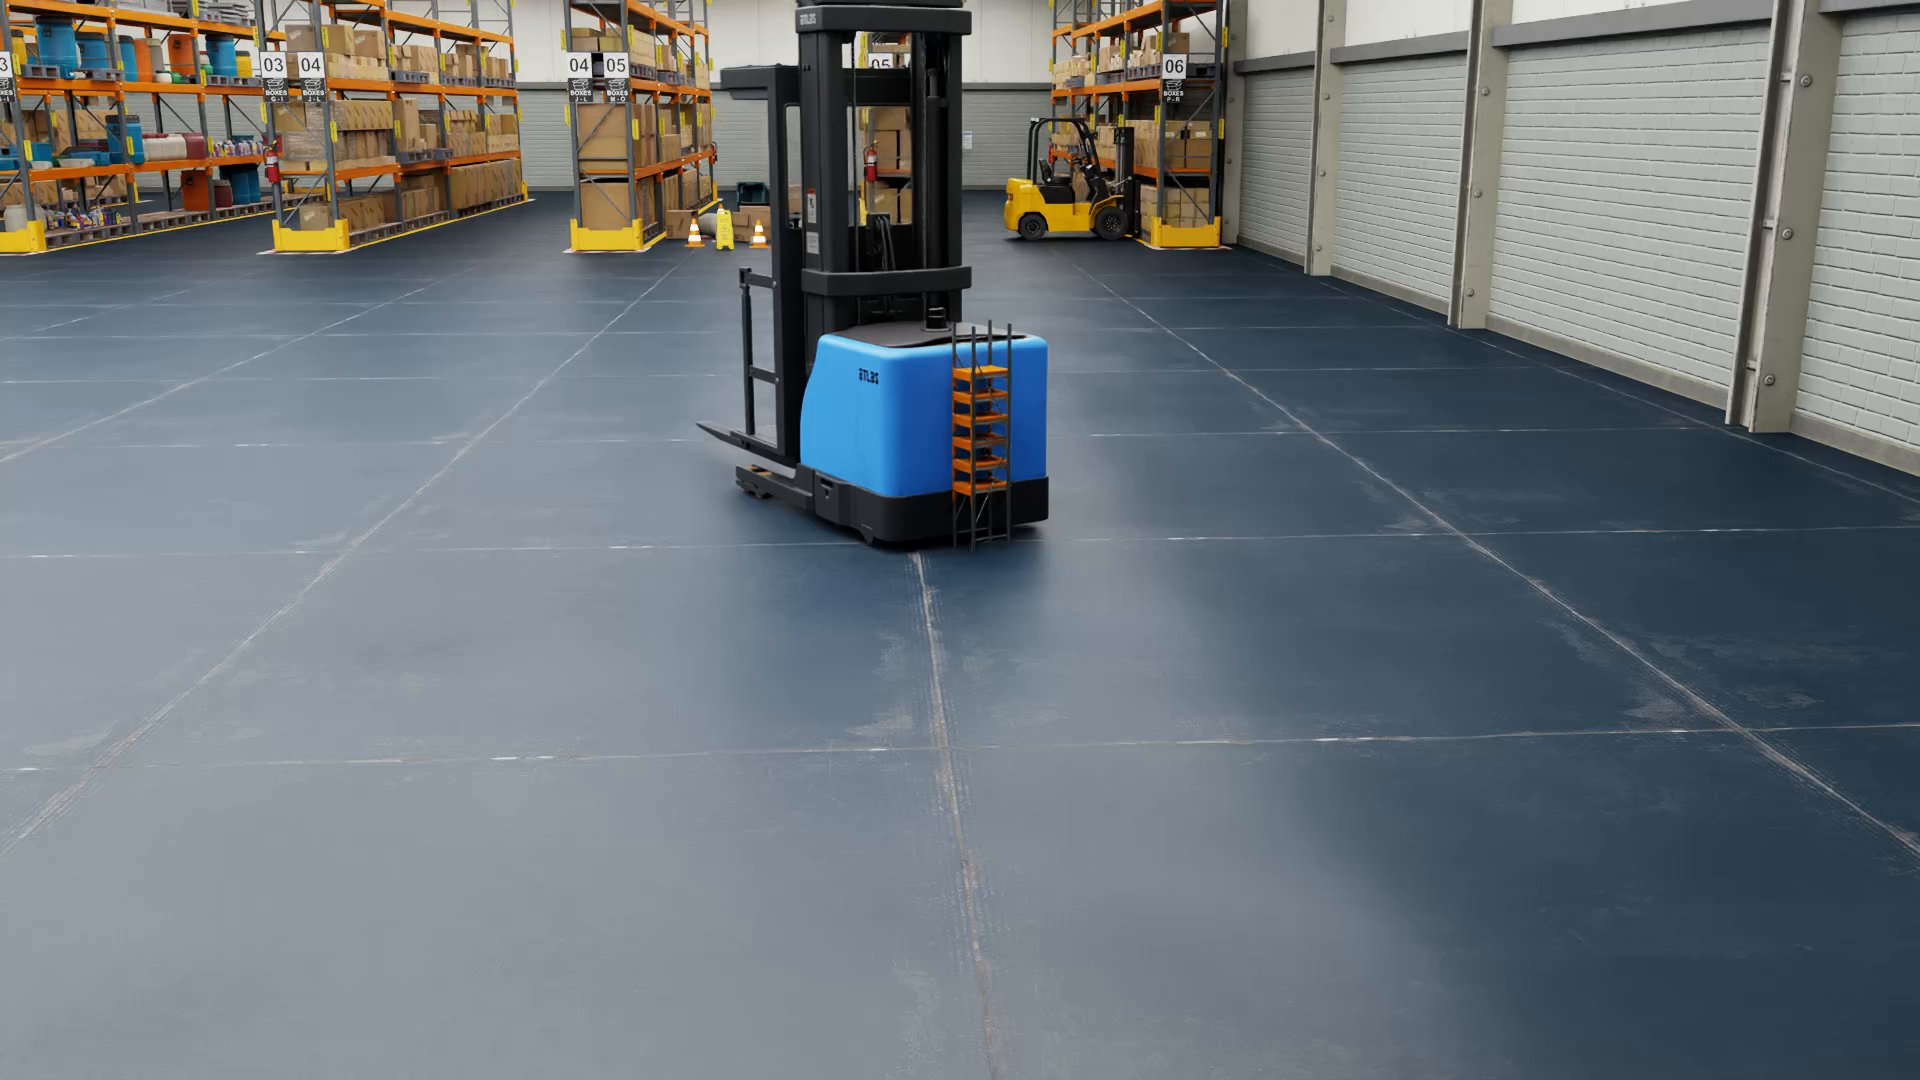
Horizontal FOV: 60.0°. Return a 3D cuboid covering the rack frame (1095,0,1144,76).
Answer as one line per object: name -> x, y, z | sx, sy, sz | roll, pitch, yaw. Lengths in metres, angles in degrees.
rack frame -> 3.416, -11.467, 35.535 | 1.000, 3.000, 0.127 | -1, 14, -3

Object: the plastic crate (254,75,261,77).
plastic crate -> -17.048, -11.283, 40.963 | 0.504, 0.338, 0.767 | -1, 14, -3

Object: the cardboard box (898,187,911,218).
cardboard box -> -0.818, -5.940, 29.265 | 0.500, 0.500, 0.500 | -1, 14, -5

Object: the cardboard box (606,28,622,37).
cardboard box -> -5.680, -8.450, 27.689 | 0.380, 0.149, 0.250 | -1, 14, -3

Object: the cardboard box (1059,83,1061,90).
cardboard box -> 2.706, -11.417, 41.863 | 0.380, 0.149, 0.250 | -1, 14, -3

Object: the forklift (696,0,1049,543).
forklift -> -0.709, -1.720, 9.827 | 1.130, 2.935, 3.031 | -9, 17, -30

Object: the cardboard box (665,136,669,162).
cardboard box -> -6.021, -7.697, 32.720 | 0.500, 0.500, 0.500 | -1, 14, -3

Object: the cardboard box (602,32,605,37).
cardboard box -> -6.431, -8.820, 29.127 | 0.380, 0.149, 0.250 | -1, 14, -3

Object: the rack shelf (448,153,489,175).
rack shelf -> -11.553, -8.480, 37.410 | 1.077, 0.370, 4.000 | -1, 14, -3

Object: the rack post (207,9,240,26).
rack post -> -16.368, -11.411, 36.322 | 0.937, 0.300, 0.954 | 1, 14, 3

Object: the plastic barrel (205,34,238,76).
plastic barrel -> -16.362, -10.726, 36.827 | 0.600, 0.901, 0.708 | -1, 14, -3

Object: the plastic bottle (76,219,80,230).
plastic bottle -> -15.685, -5.605, 29.522 | 0.097, 0.201, 0.097 | 0, 14, 0

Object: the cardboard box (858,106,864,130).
cardboard box -> -1.450, -7.546, 29.532 | 0.700, 0.500, 0.500 | -1, 14, -4

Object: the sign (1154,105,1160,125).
sign -> 3.369, -7.243, 28.357 | 0.100, 0.325, 0.005 | -1, 14, -3

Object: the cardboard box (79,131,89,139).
cardboard box -> -21.388, -9.605, 40.137 | 0.500, 0.500, 0.500 | -1, 14, -4

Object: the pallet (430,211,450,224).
pallet -> -11.382, -6.786, 34.979 | 1.003, 0.211, 1.213 | -1, 14, -3

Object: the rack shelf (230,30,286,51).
rack shelf -> -16.744, -12.110, 40.281 | 1.077, 0.370, 4.000 | -1, 14, -3

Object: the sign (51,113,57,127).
sign -> -21.011, -9.744, 38.555 | 0.100, 0.325, 0.005 | -1, 14, -3

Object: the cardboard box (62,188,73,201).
cardboard box -> -21.375, -8.193, 39.361 | 0.500, 0.311, 0.500 | -1, 14, -3

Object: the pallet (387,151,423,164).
pallet -> -11.083, -7.436, 32.292 | 1.003, 0.211, 1.213 | -1, 14, -3

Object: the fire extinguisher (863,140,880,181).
fire extinguisher -> -1.495, -6.422, 28.120 | 0.296, 0.674, 0.183 | -1, 14, -3

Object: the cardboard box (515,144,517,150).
cardboard box -> -11.556, -10.051, 42.575 | 0.380, 0.149, 0.250 | -1, 14, -3

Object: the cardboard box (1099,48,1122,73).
cardboard box -> 3.217, -10.131, 35.117 | 0.500, 0.500, 0.500 | -1, 14, -3

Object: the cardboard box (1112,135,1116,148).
cardboard box -> 3.339, -7.982, 33.329 | 0.500, 0.250, 0.500 | -1, 14, -5

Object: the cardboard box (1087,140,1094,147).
cardboard box -> 2.992, -8.801, 36.874 | 0.380, 0.149, 0.250 | -1, 14, -2

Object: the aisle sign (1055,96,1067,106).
aisle sign -> 2.623, -11.823, 43.740 | 0.394, 0.787, 0.004 | -1, 14, -3

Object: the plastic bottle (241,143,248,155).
plastic bottle -> -16.211, -8.847, 37.639 | 0.152, 0.276, 0.135 | -1, 14, -3

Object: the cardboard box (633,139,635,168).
cardboard box -> -6.101, -6.694, 28.722 | 0.875, 0.550, 0.550 | -1, 14, -3

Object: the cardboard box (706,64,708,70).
cardboard box -> -6.654, -12.109, 42.549 | 0.380, 0.149, 0.250 | -1, 14, -4

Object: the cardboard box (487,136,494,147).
cardboard box -> -11.445, -9.518, 39.705 | 0.500, 0.250, 0.500 | -1, 14, -4

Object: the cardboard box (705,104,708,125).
cardboard box -> -6.619, -10.684, 41.726 | 0.500, 0.500, 0.500 | 0, 14, -1

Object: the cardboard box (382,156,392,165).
cardboard box -> -10.869, -7.104, 31.119 | 0.380, 0.149, 0.250 | -1, 14, -3

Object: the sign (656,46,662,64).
sign -> -5.671, -9.138, 31.307 | 0.100, 0.325, 0.005 | -1, 14, -3

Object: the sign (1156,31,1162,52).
sign -> 3.369, -8.410, 28.057 | 0.100, 0.325, 0.005 | -1, 14, -3

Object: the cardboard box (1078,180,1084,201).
cardboard box -> 3.043, -8.169, 38.931 | 0.500, 0.500, 0.500 | -1, 14, -5

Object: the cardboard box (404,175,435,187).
cardboard box -> -11.358, -7.531, 34.904 | 0.500, 0.250, 0.500 | 0, 14, -1

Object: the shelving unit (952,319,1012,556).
shelving unit -> 0.114, -0.535, 8.696 | 0.258, 1.200, 0.189 | -9, 17, -31

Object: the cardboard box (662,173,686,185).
cardboard box -> -6.273, -7.914, 36.434 | 0.500, 0.250, 0.500 | -2, 15, -6

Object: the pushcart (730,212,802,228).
pushcart -> -3.563, -6.172, 32.257 | 1.648, 0.377, 0.936 | -6, 16, -23

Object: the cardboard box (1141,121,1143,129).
cardboard box -> 3.546, -7.671, 30.720 | 0.380, 0.149, 0.250 | -1, 14, -4

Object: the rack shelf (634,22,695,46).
rack shelf -> -6.596, -11.243, 36.912 | 1.077, 0.370, 4.000 | -1, 14, -3

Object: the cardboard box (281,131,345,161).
cardboard box -> -10.940, -6.671, 28.138 | 0.875, 0.500, 0.500 | -1, 14, -3

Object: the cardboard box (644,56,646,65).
cardboard box -> -5.787, -8.506, 29.505 | 0.380, 0.149, 0.250 | -1, 14, -4

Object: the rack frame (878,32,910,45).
rack frame -> -1.538, -11.390, 35.234 | 1.000, 3.000, 0.127 | -1, 14, -3

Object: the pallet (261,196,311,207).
pallet -> -16.783, -8.386, 41.194 | 1.003, 0.211, 1.213 | -1, 14, -3

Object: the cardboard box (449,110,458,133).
cardboard box -> -11.496, -9.210, 36.587 | 0.797, 0.503, 0.637 | -1, 14, -2

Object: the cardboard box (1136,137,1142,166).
cardboard box -> 3.522, -7.120, 30.480 | 0.500, 0.500, 0.500 | -1, 14, -3

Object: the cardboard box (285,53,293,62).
cardboard box -> -11.262, -7.979, 27.499 | 0.380, 0.149, 0.250 | -1, 14, -3

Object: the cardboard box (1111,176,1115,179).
cardboard box -> 3.610, -8.130, 37.478 | 0.380, 0.149, 0.250 | -1, 14, -3

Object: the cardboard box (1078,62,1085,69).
cardboard box -> 2.903, -10.820, 37.905 | 0.380, 0.149, 0.250 | -1, 14, -3

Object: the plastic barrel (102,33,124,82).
plastic barrel -> -16.413, -9.241, 31.898 | 0.600, 0.901, 0.600 | 0, 14, 0

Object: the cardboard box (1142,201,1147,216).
cardboard box -> 3.549, -5.927, 29.715 | 0.500, 0.250, 0.500 | -1, 14, -4
